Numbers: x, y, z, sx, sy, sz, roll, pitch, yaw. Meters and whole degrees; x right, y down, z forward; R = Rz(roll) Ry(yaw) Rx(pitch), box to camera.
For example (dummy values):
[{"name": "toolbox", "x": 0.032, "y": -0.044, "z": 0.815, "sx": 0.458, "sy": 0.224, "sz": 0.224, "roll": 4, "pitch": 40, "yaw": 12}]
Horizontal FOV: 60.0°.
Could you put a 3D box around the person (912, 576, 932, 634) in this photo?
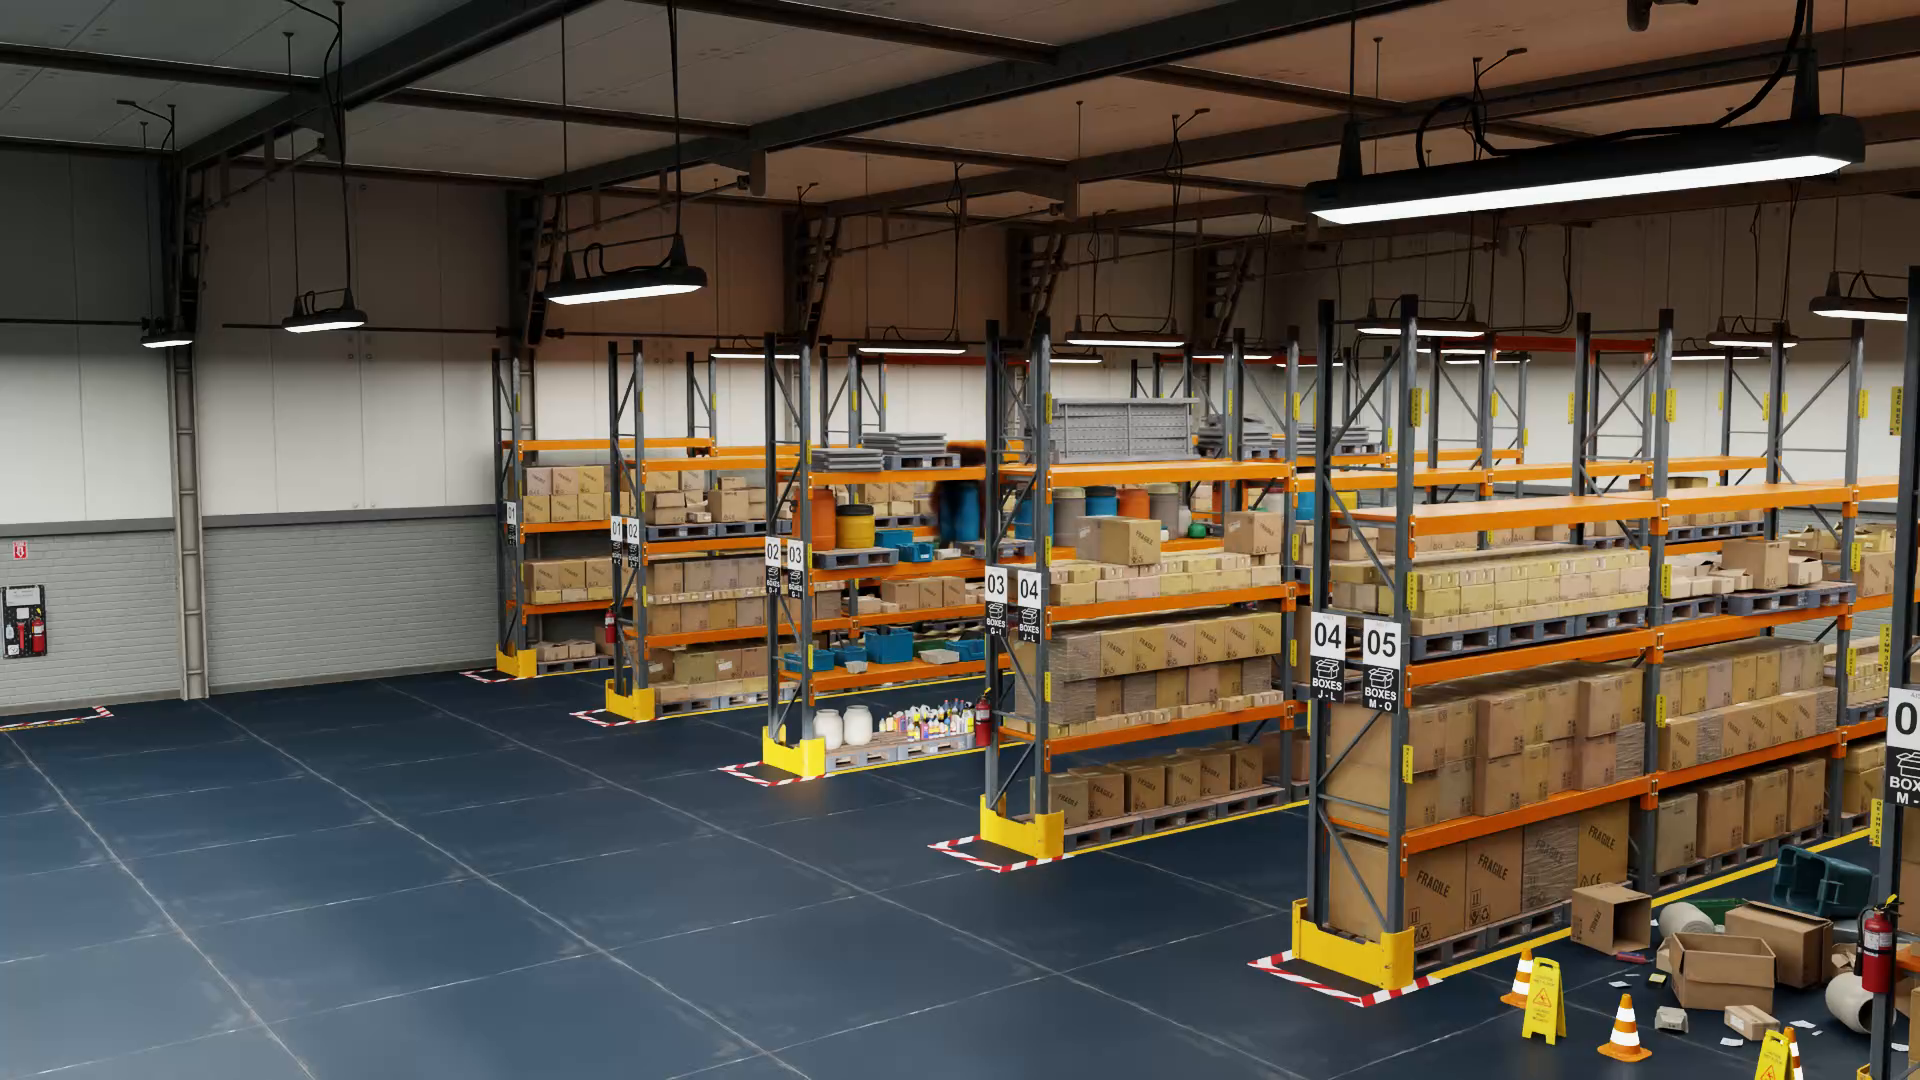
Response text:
[{"name": "person", "x": -0.774, "y": 1.532, "z": 33.005, "sx": 0.823, "sy": 1.457, "sz": 0.401, "roll": -4, "pitch": 7, "yaw": -39}]
